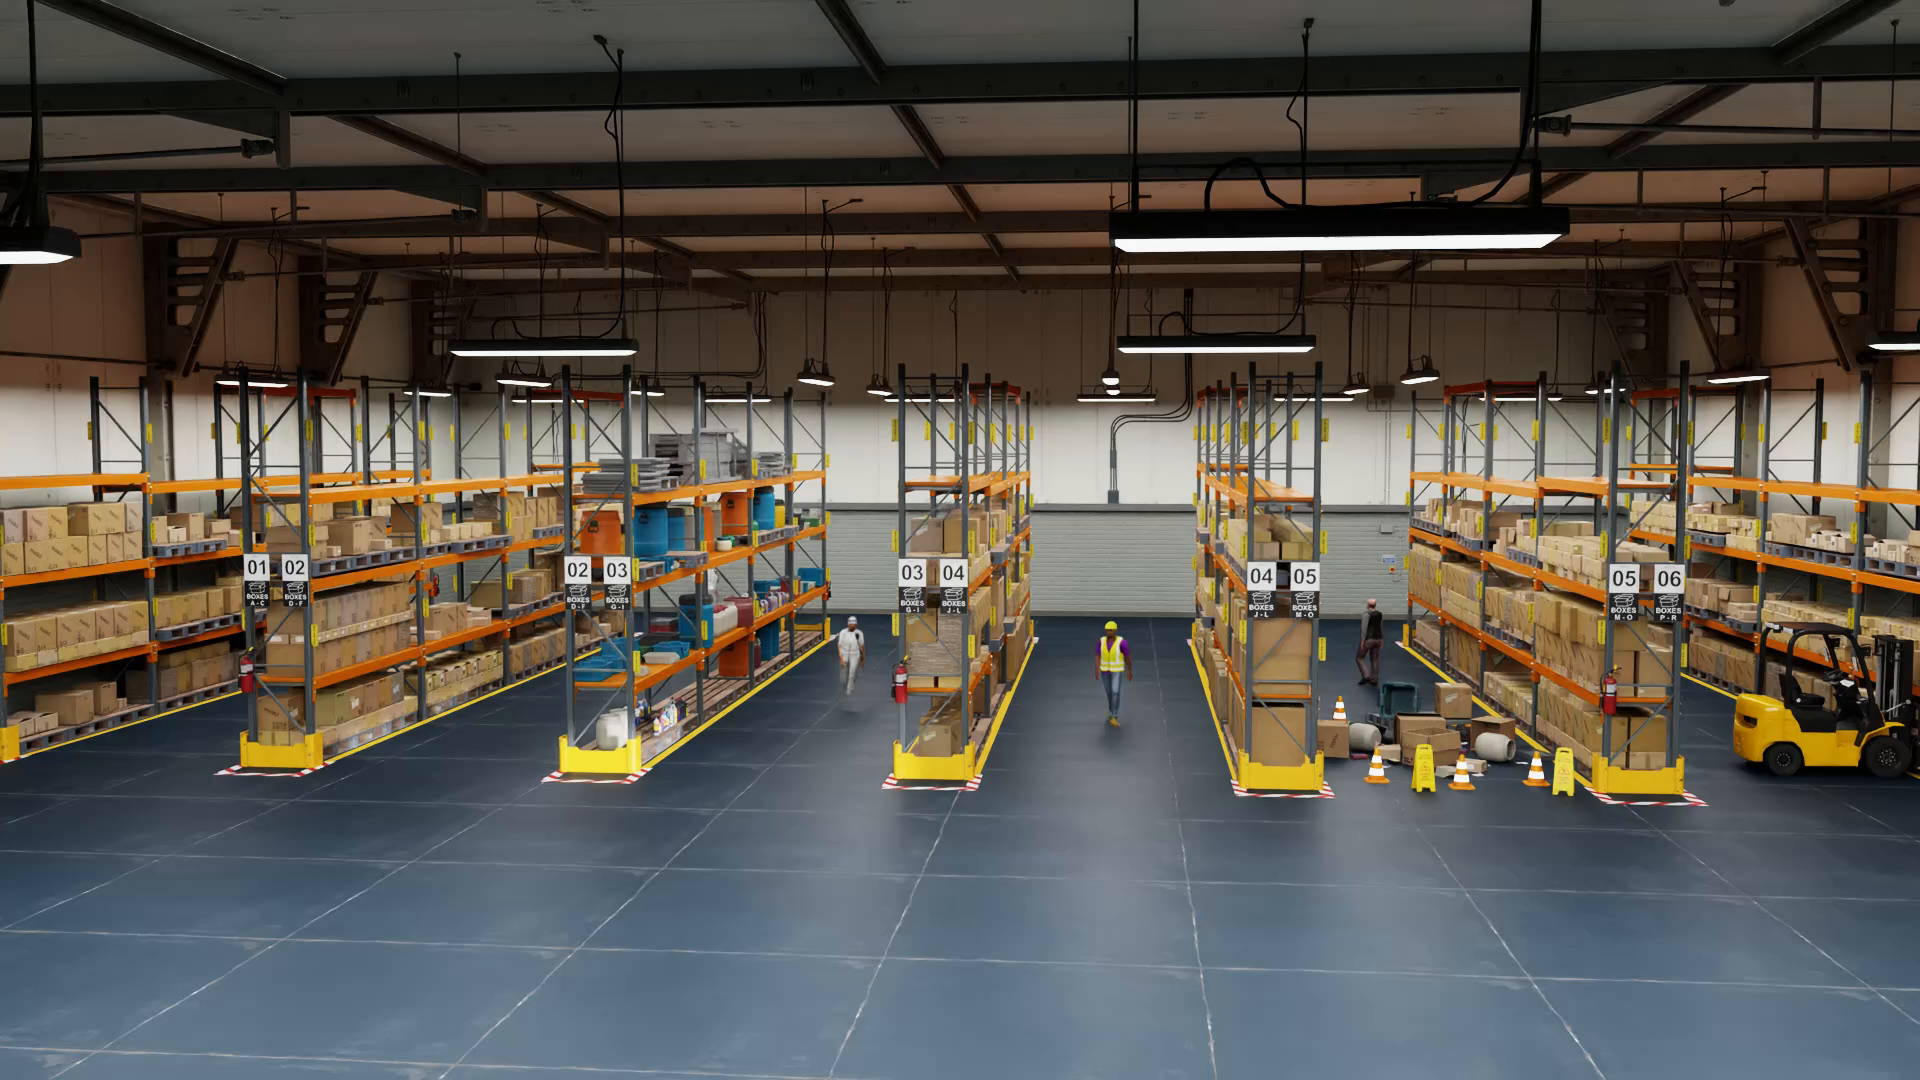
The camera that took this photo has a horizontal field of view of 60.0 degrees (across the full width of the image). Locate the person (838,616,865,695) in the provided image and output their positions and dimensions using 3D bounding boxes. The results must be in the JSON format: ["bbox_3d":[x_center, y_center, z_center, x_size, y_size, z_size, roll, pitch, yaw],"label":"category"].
[{"bbox_3d":[-1.997,2.098,30.244,0.470,1.423,1.012,0,4,6],"label":"person"}]

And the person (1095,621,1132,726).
[{"bbox_3d":[2.611,2.271,28.741,0.610,1.732,0.908,2,4,28],"label":"person"}]

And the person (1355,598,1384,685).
[{"bbox_3d":[8.168,2.026,33.078,0.569,1.736,0.397,-2,4,-26],"label":"person"}]

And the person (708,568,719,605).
[{"bbox_3d":[-6.583,1.338,43.960,0.410,1.701,0.471,1,4,9],"label":"person"}]
